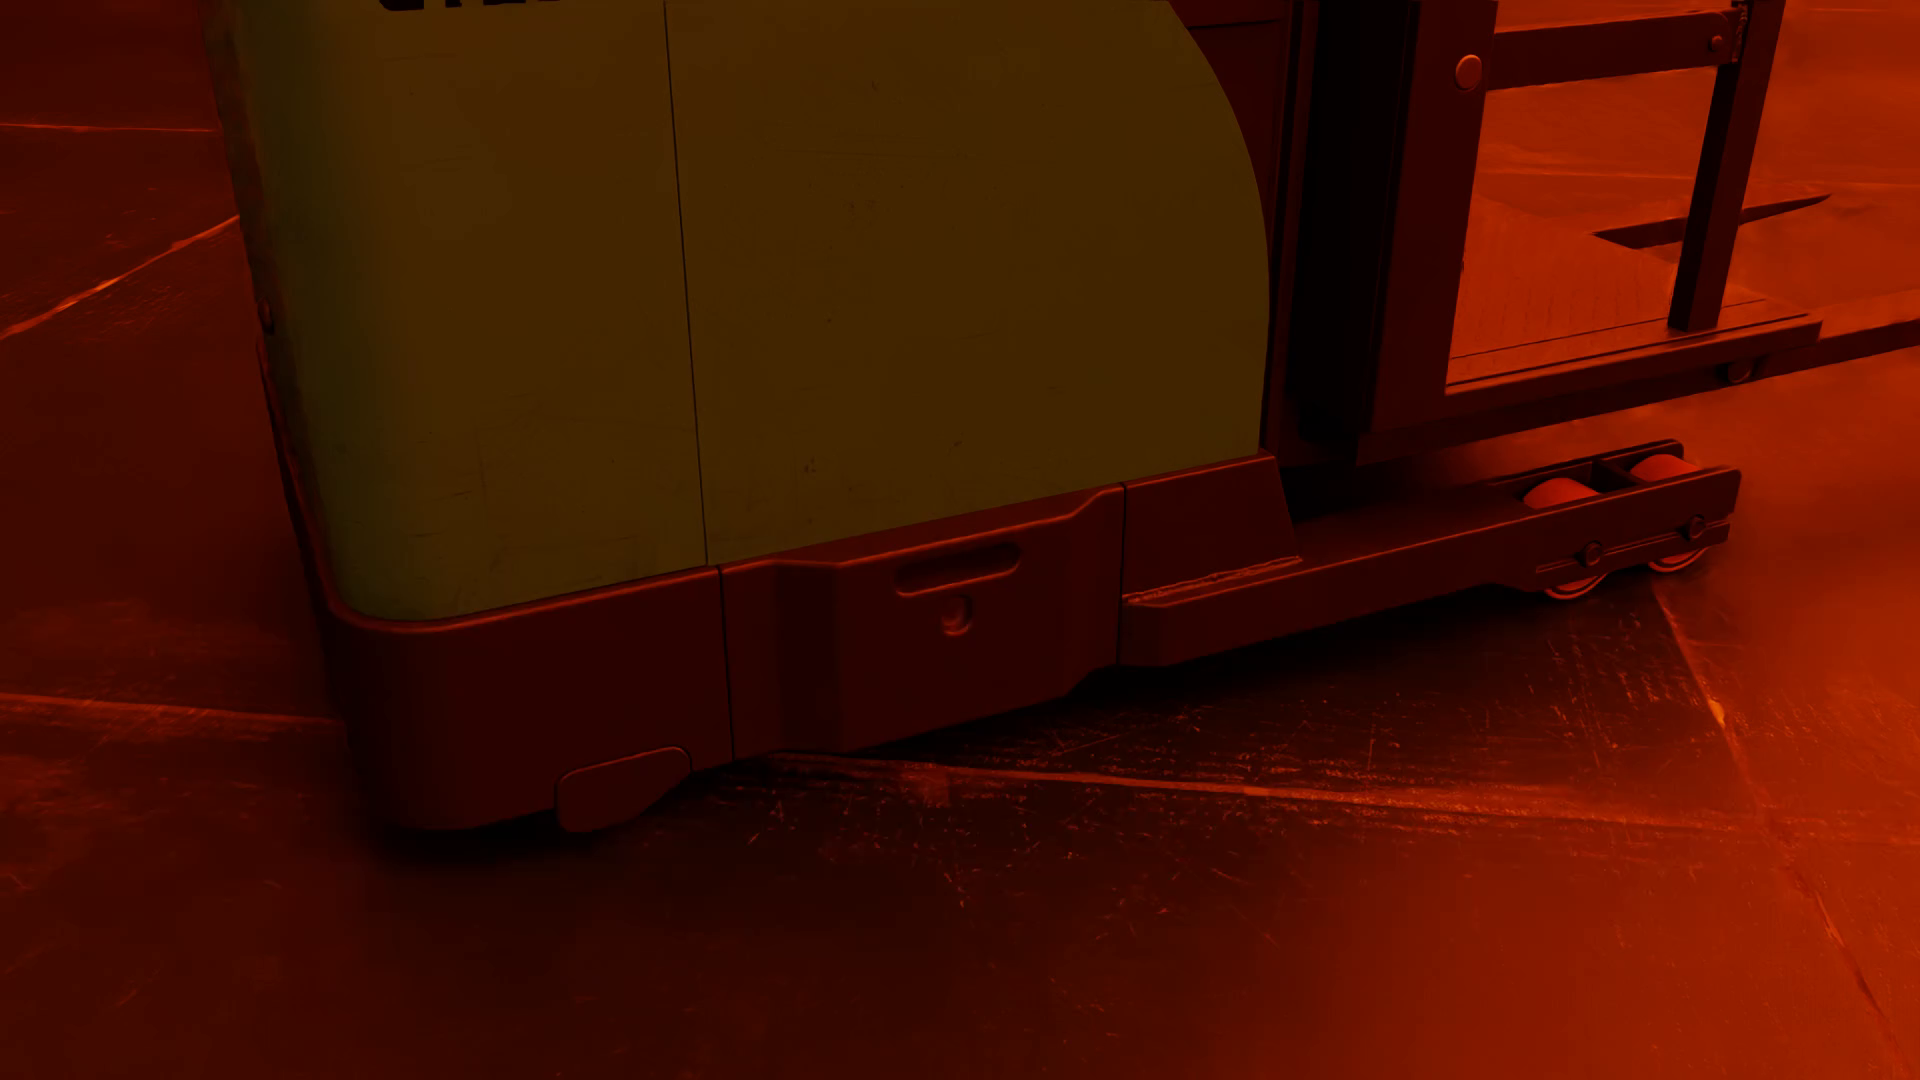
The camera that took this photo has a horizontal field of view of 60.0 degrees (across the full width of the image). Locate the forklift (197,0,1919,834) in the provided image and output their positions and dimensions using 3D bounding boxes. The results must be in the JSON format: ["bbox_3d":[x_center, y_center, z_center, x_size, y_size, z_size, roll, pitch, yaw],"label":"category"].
[{"bbox_3d":[0.551,-1.429,2.081,3.031,2.935,1.130,-12,29,-23],"label":"forklift"}]
